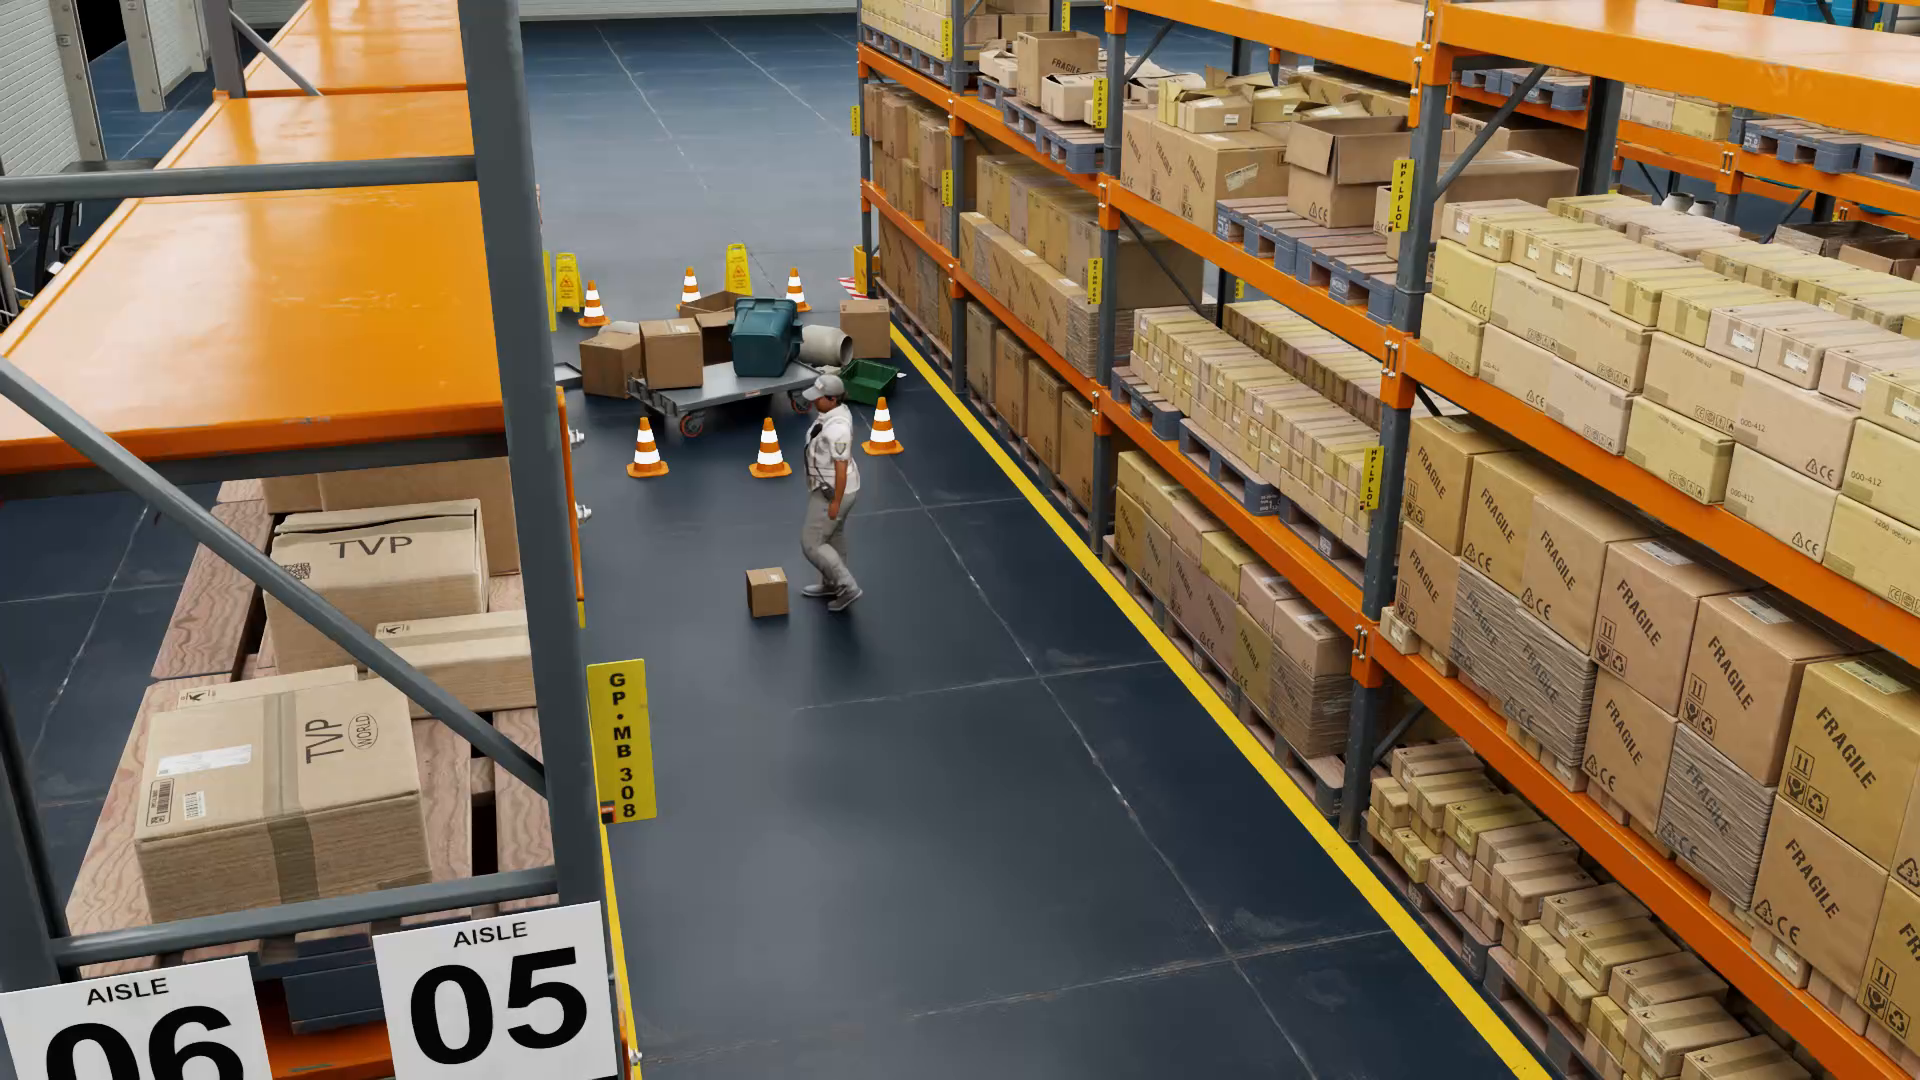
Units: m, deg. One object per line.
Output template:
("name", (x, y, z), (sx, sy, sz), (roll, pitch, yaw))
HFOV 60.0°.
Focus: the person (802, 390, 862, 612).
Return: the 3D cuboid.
("person", (1.366, -10.772, 30.331), (7.763, 5.999, 43.186), (-1, 23, -3))
